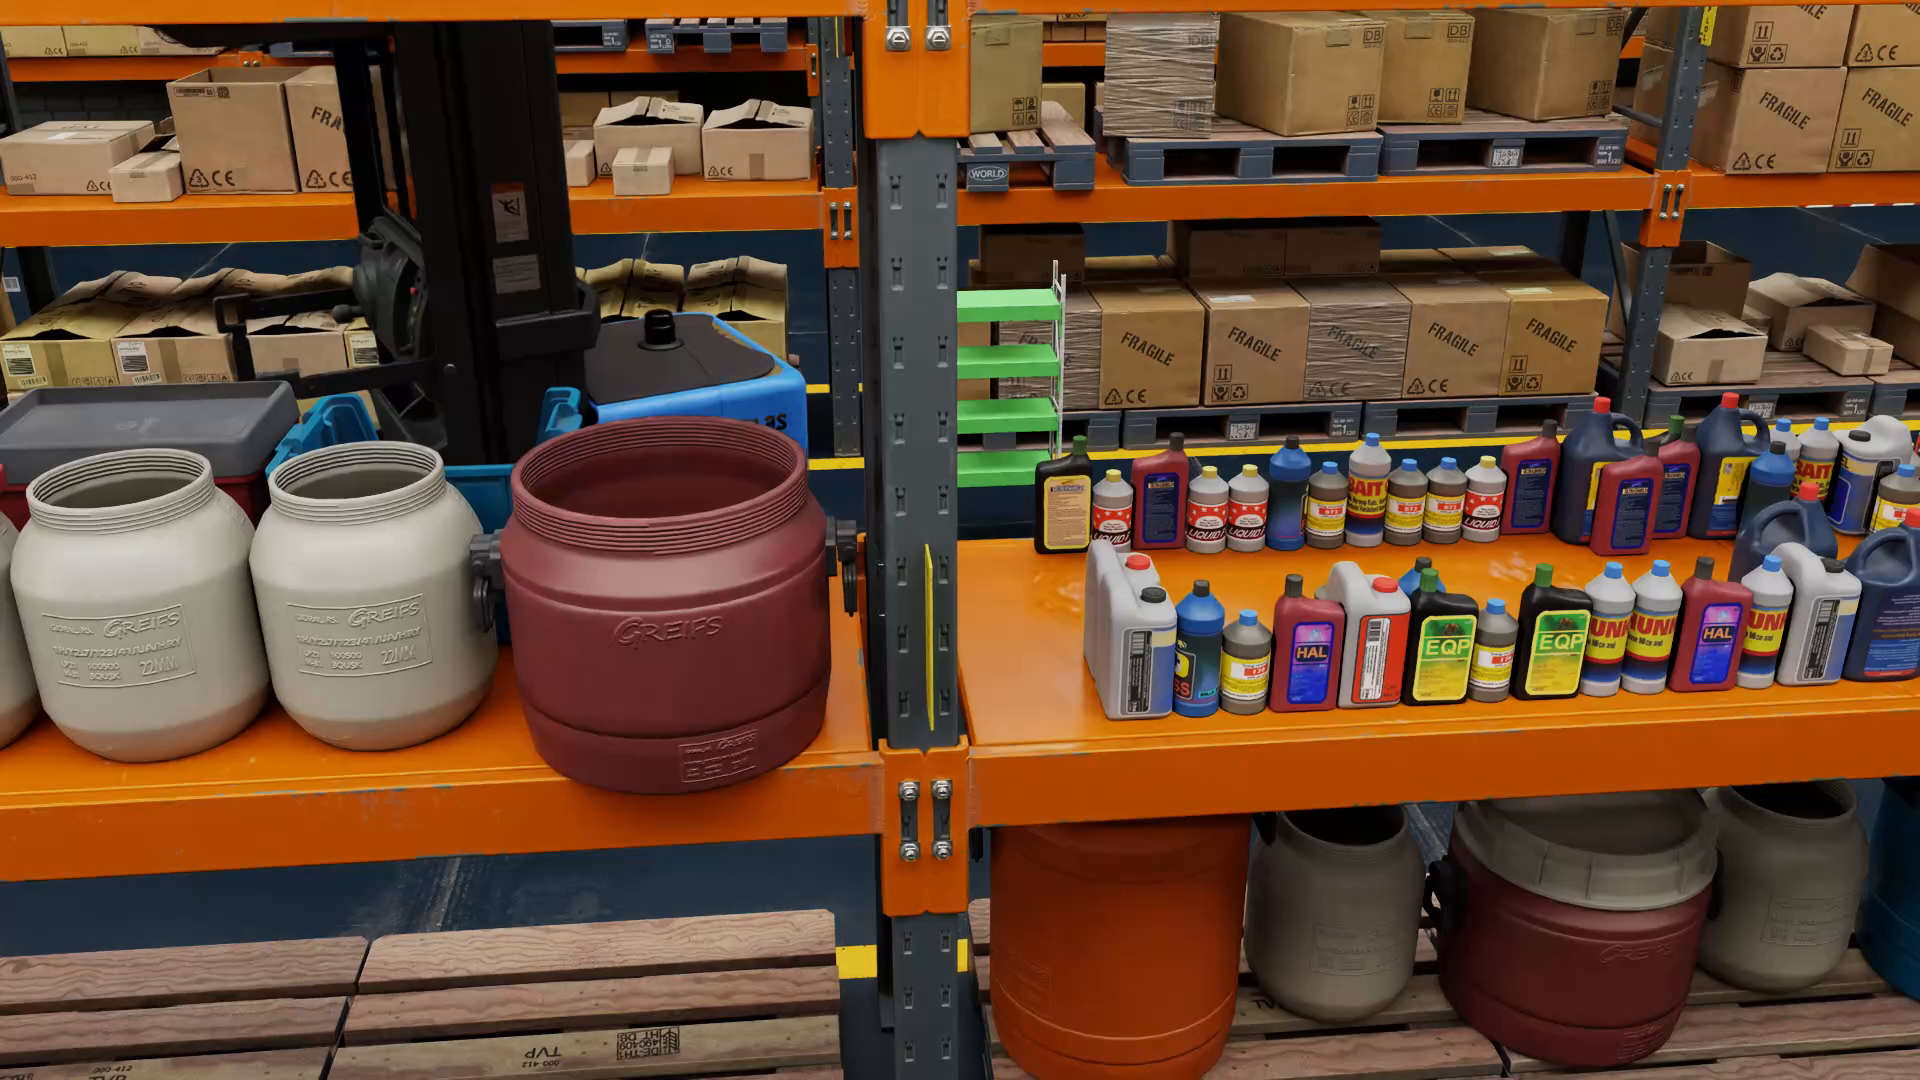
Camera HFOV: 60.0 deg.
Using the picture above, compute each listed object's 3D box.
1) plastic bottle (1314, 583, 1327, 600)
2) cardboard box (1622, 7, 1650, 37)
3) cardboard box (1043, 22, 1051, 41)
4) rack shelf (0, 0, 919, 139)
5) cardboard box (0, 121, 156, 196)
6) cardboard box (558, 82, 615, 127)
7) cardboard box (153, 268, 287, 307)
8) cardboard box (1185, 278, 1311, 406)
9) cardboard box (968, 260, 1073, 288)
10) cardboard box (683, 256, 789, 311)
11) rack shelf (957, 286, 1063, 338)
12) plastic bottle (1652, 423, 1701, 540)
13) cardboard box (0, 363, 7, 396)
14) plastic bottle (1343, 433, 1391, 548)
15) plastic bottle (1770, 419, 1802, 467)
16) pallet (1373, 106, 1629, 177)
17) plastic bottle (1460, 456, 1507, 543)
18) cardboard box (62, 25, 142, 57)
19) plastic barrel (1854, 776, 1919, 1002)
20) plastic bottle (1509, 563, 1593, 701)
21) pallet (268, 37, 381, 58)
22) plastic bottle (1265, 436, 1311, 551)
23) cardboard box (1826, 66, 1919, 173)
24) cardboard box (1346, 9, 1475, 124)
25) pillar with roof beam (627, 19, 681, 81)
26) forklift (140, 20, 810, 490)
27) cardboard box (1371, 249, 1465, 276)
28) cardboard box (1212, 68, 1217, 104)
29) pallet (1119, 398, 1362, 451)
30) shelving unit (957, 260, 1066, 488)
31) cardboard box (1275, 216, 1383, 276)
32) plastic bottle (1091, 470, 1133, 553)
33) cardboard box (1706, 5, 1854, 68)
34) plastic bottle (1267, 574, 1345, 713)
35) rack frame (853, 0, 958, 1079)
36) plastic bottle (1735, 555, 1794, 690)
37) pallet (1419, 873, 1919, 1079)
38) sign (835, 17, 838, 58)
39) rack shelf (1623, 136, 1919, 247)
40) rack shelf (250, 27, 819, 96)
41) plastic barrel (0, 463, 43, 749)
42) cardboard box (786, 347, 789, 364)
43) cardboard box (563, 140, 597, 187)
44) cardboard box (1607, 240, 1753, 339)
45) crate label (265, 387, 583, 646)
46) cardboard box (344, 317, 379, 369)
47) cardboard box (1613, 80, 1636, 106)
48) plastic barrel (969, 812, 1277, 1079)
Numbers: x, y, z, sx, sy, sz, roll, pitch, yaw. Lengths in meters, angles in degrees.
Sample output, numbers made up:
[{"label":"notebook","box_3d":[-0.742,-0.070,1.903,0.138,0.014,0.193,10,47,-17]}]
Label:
[{"label":"plastic bottle","box_3d":[0.776,0.163,3.434,0.097,0.201,0.097,0,24,0]},{"label":"cardboard box","box_3d":[4.883,-4.349,12.972,0.700,0.700,0.980,-3,24,-8]},{"label":"cardboard box","box_3d":[0.539,-3.854,12.511,0.250,0.149,0.380,-2,24,-4]},{"label":"rack shelf","box_3d":[-2.106,-0.935,2.853,4.000,0.370,1.077,-2,24,-5]},{"label":"cardboard box","box_3d":[-4.094,-1.784,7.755,0.500,0.250,0.500,-1,24,-2]},{"label":"cardboard box","box_3d":[-2.886,-3.309,12.614,0.500,0.250,0.500,-2,24,-5]},{"label":"cardboard box","box_3d":[-3.687,-1.162,8.350,0.500,0.311,0.500,-2,24,-4]},{"label":"cardboard box","box_3d":[1.421,-1.000,8.344,0.500,0.500,0.500,-3,24,-7]},{"label":"cardboard box","box_3d":[0.309,-1.166,8.716,0.500,0.500,0.500,-1,24,-3]},{"label":"cardboard box","box_3d":[-1.149,-1.264,8.579,0.500,0.311,0.500,-1,24,-3]},{"label":"rack shelf","box_3d":[0.165,-0.935,6.852,0.480,0.148,0.258,-2,24,-5]},{"label":"plastic bottle","box_3d":[1.705,-0.142,4.019,0.133,0.283,0.061,-2,24,-5]},{"label":"cardboard box","box_3d":[-5.071,-0.855,8.348,0.500,0.250,0.500,-2,24,-5]},{"label":"plastic bottle","box_3d":[0.979,-0.124,3.995,0.097,0.271,0.097,0,24,0]},{"label":"plastic bottle","box_3d":[2.000,-0.165,4.087,0.097,0.271,0.097,0,24,0]},{"label":"pallet","box_3d":[2.576,-2.059,8.426,1.213,0.211,1.003,-2,24,-5]},{"label":"plastic bottle","box_3d":[1.269,-0.104,4.036,0.097,0.201,0.097,0,24,0]},{"label":"cardboard box","box_3d":[-6.008,-3.600,11.816,0.500,0.250,0.500,-2,24,-5]},{"label":"plastic barrel","box_3d":[2.617,0.678,4.099,0.708,0.901,0.600,-2,24,-5]},{"label":"plastic bottle","box_3d":[1.175,0.179,3.297,0.133,0.283,0.061,-2,24,-5]},{"label":"pallet","box_3d":[-4.295,-3.701,12.121,1.213,0.211,1.003,-2,24,-5]},{"label":"plastic bottle","box_3d":[0.785,-0.117,3.978,0.097,0.271,0.097,0,24,0]},{"label":"cardboard box","box_3d":[4.425,-2.112,8.186,0.500,0.500,0.500,-2,24,-4]},{"label":"cardboard box","box_3d":[2.210,-2.391,8.295,0.500,0.500,0.700,1,24,3]},{"label":"pillar with roof beam","box_3d":[-2.045,-5.276,8.041,0.400,9.000,9.100,-2,24,-5]},{"label":"forklift","box_3d":[-2.080,-0.831,5.511,3.031,2.935,1.130,-13,27,-27]},{"label":"cardboard box","box_3d":[2.347,-1.247,8.898,0.500,0.500,0.500,-2,24,-4]},{"label":"cardboard box","box_3d":[2.257,-3.268,13.039,0.750,0.750,0.750,-2,24,-5]},{"label":"pallet","box_3d":[1.359,-0.763,8.706,1.213,0.211,1.003,-2,24,-5]},{"label":"shelving unit","box_3d":[0.165,-0.555,7.021,0.503,1.200,0.258,-2,24,-5]},{"label":"cardboard box","box_3d":[1.881,-1.575,8.714,0.500,0.250,0.500,-2,24,-5]},{"label":"plastic bottle","box_3d":[0.362,-0.068,3.954,0.097,0.201,0.097,0,24,0]},{"label":"cardboard box","box_3d":[3.878,-2.542,7.922,0.500,0.500,0.500,-2,24,-4]},{"label":"plastic bottle","box_3d":[0.678,0.199,3.252,0.133,0.283,0.061,-2,24,-5]},{"label":"rack frame","box_3d":[-0.116,0.027,3.495,0.127,3.000,1.000,-2,24,-5]},{"label":"plastic bottle","box_3d":[1.614,0.160,3.356,0.097,0.271,0.097,0,24,0]},{"label":"pallet","box_3d":[1.876,1.206,4.277,1.213,0.211,1.003,-2,24,-5]},{"label":"sign","box_3d":[-0.541,-2.280,7.261,0.005,0.325,0.100,-2,24,-5]},{"label":"rack shelf","box_3d":[5.372,-1.886,8.685,4.000,0.370,1.077,-2,24,-5]},{"label":"rack shelf","box_3d":[-3.080,-3.568,12.471,4.000,0.370,1.077,-2,24,-5]},{"label":"plastic barrel","box_3d":[-1.962,0.129,3.100,0.433,0.535,0.433,0,24,0]},{"label":"cardboard box","box_3d":[-1.098,-0.791,8.204,0.500,0.250,0.500,-2,24,-4]},{"label":"cardboard box","box_3d":[-1.862,-1.786,7.885,0.250,0.149,0.380,-1,24,-1]},{"label":"cardboard box","box_3d":[3.921,-1.331,9.087,0.500,0.500,0.500,-2,24,-5]},{"label":"crate label","box_3d":[-1.131,-0.058,3.645,0.616,0.435,0.502,-2,24,-5]},{"label":"cardboard box","box_3d":[-2.614,-0.985,7.950,0.500,0.311,0.500,-2,24,-4]},{"label":"cardboard box","box_3d":[5.284,-3.619,13.461,0.250,0.149,0.380,-2,24,-4]},{"label":"plastic barrel","box_3d":[0.369,0.801,3.910,0.708,0.830,0.600,-2,24,-5]}]
